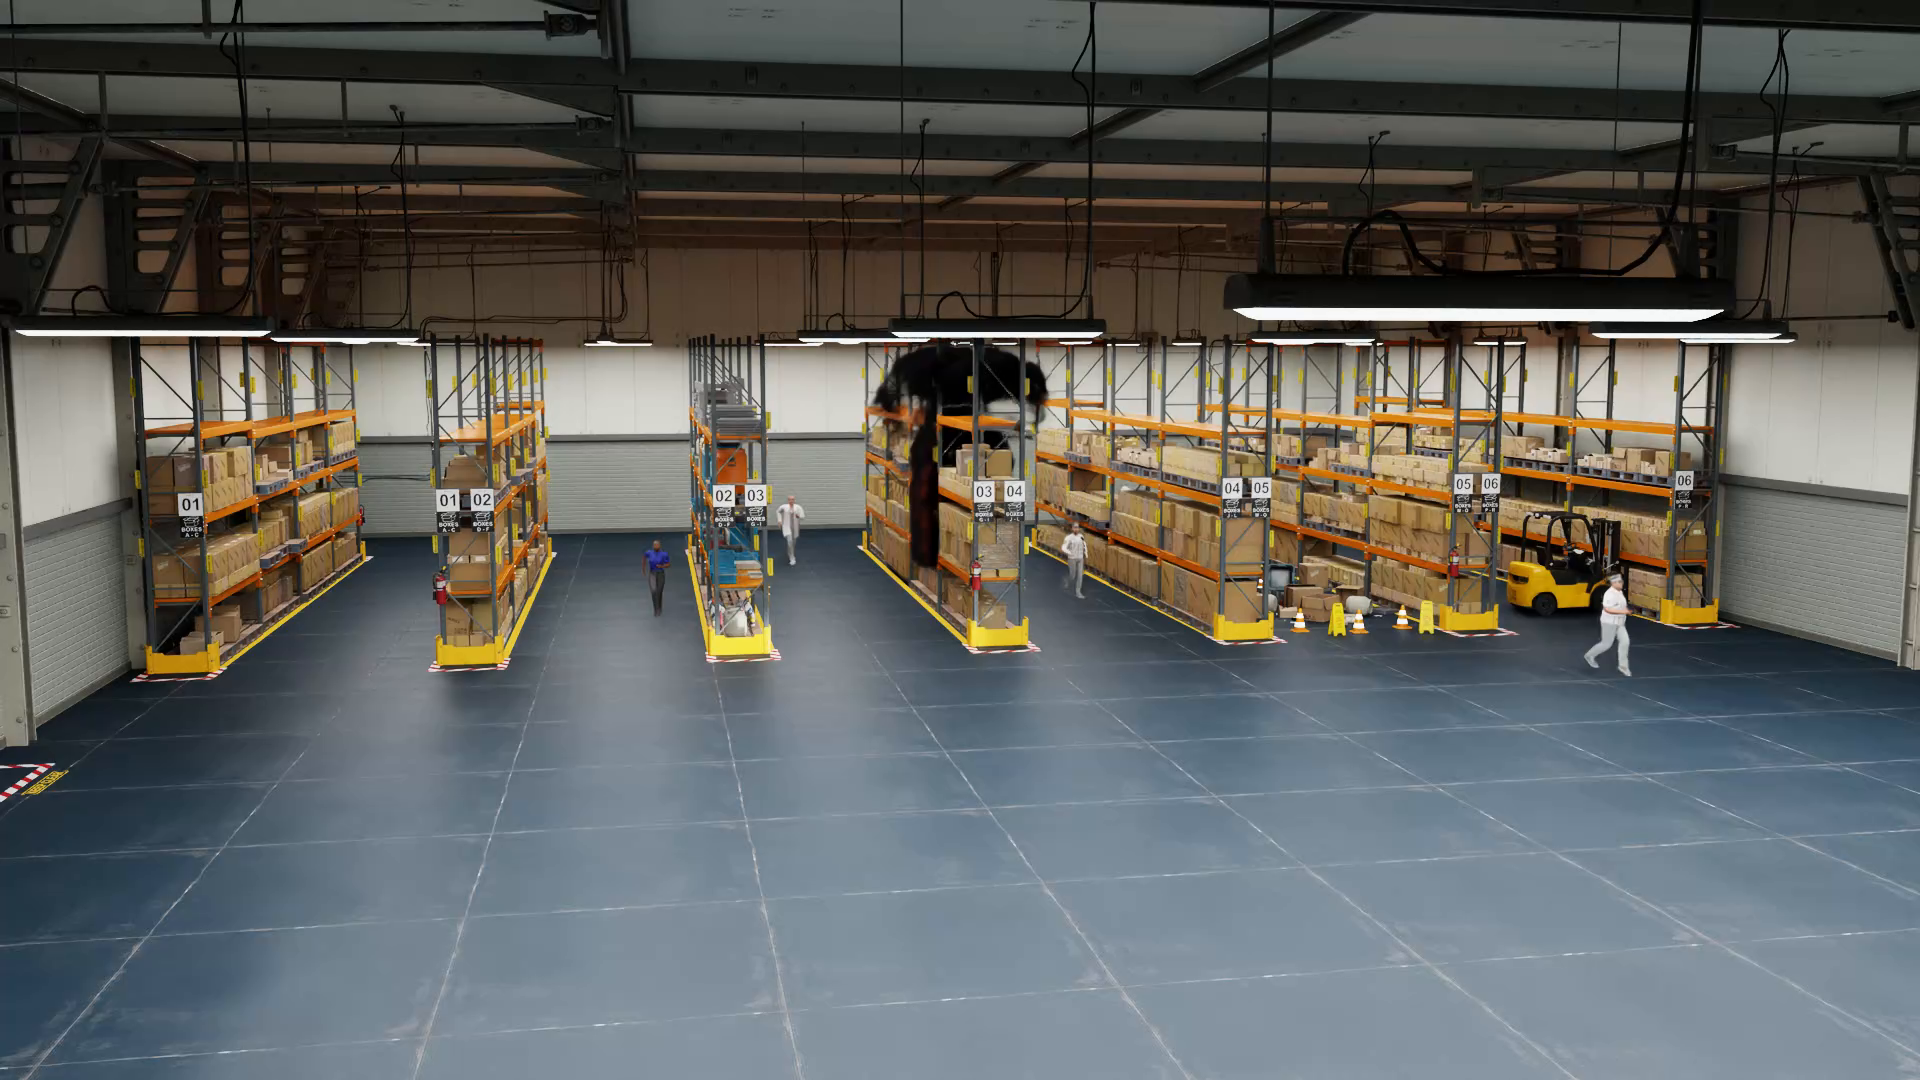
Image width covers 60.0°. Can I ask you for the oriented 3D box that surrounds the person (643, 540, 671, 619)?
[{"bbox_3d":[-6.517,0.821,35.792,0.600,1.699,0.838,-1,7,-6],"label":"person"}]

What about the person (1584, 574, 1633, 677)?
[{"bbox_3d":[11.510,1.498,29.433,0.691,1.853,0.913,-6,9,-44],"label":"person"}]

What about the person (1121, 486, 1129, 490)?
[{"bbox_3d":[4.722,-0.652,47.715,0.674,1.803,0.935,-4,8,-31],"label":"person"}]

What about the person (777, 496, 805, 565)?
[{"bbox_3d":[-4.532,-0.298,44.646,0.681,1.810,1.007,-2,7,-20],"label":"person"}]

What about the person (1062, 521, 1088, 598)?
[{"bbox_3d":[2.552,0.415,36.598,0.632,1.670,0.861,-2,7,-20],"label":"person"}]
